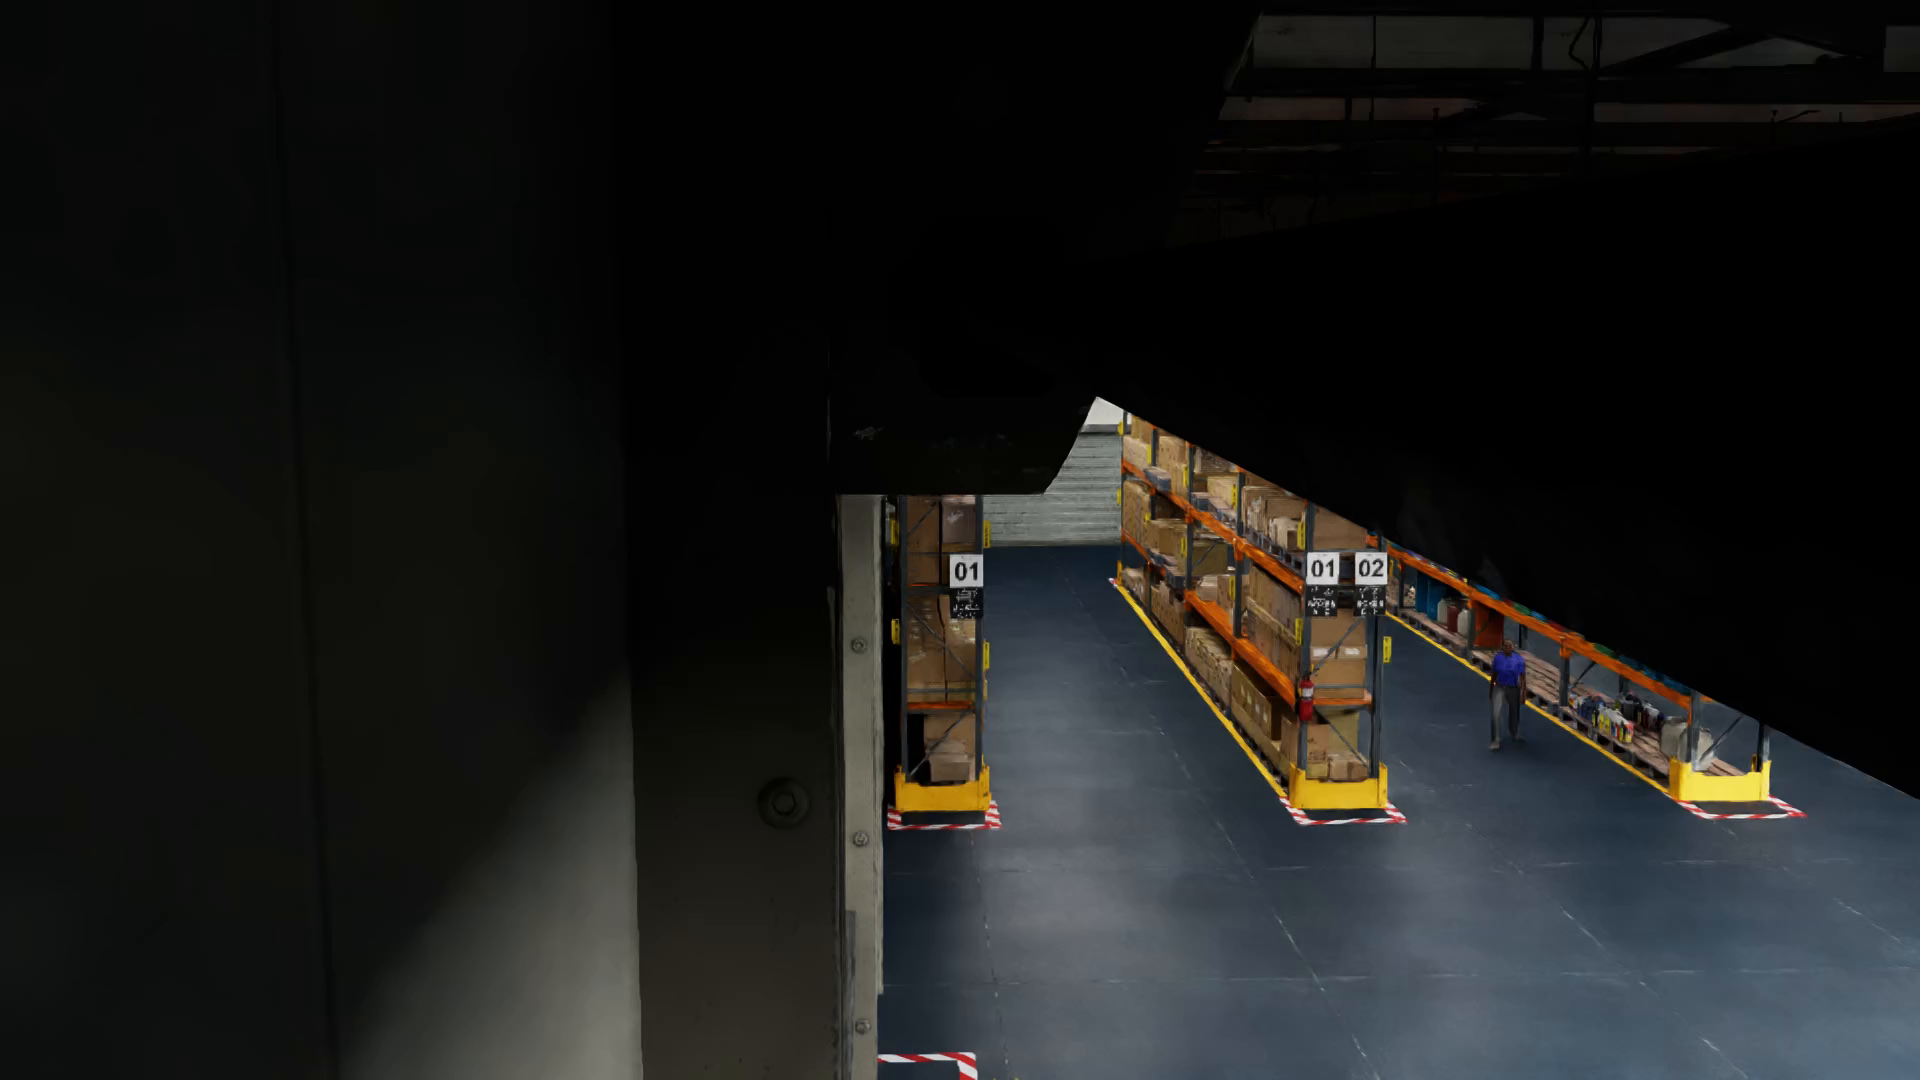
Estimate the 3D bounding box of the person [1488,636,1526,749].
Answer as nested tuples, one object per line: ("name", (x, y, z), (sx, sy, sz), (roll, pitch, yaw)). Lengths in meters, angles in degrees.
("person", (7.708, 2.112, 23.385), (0.505, 1.578, 0.939), (3, 9, 19))
